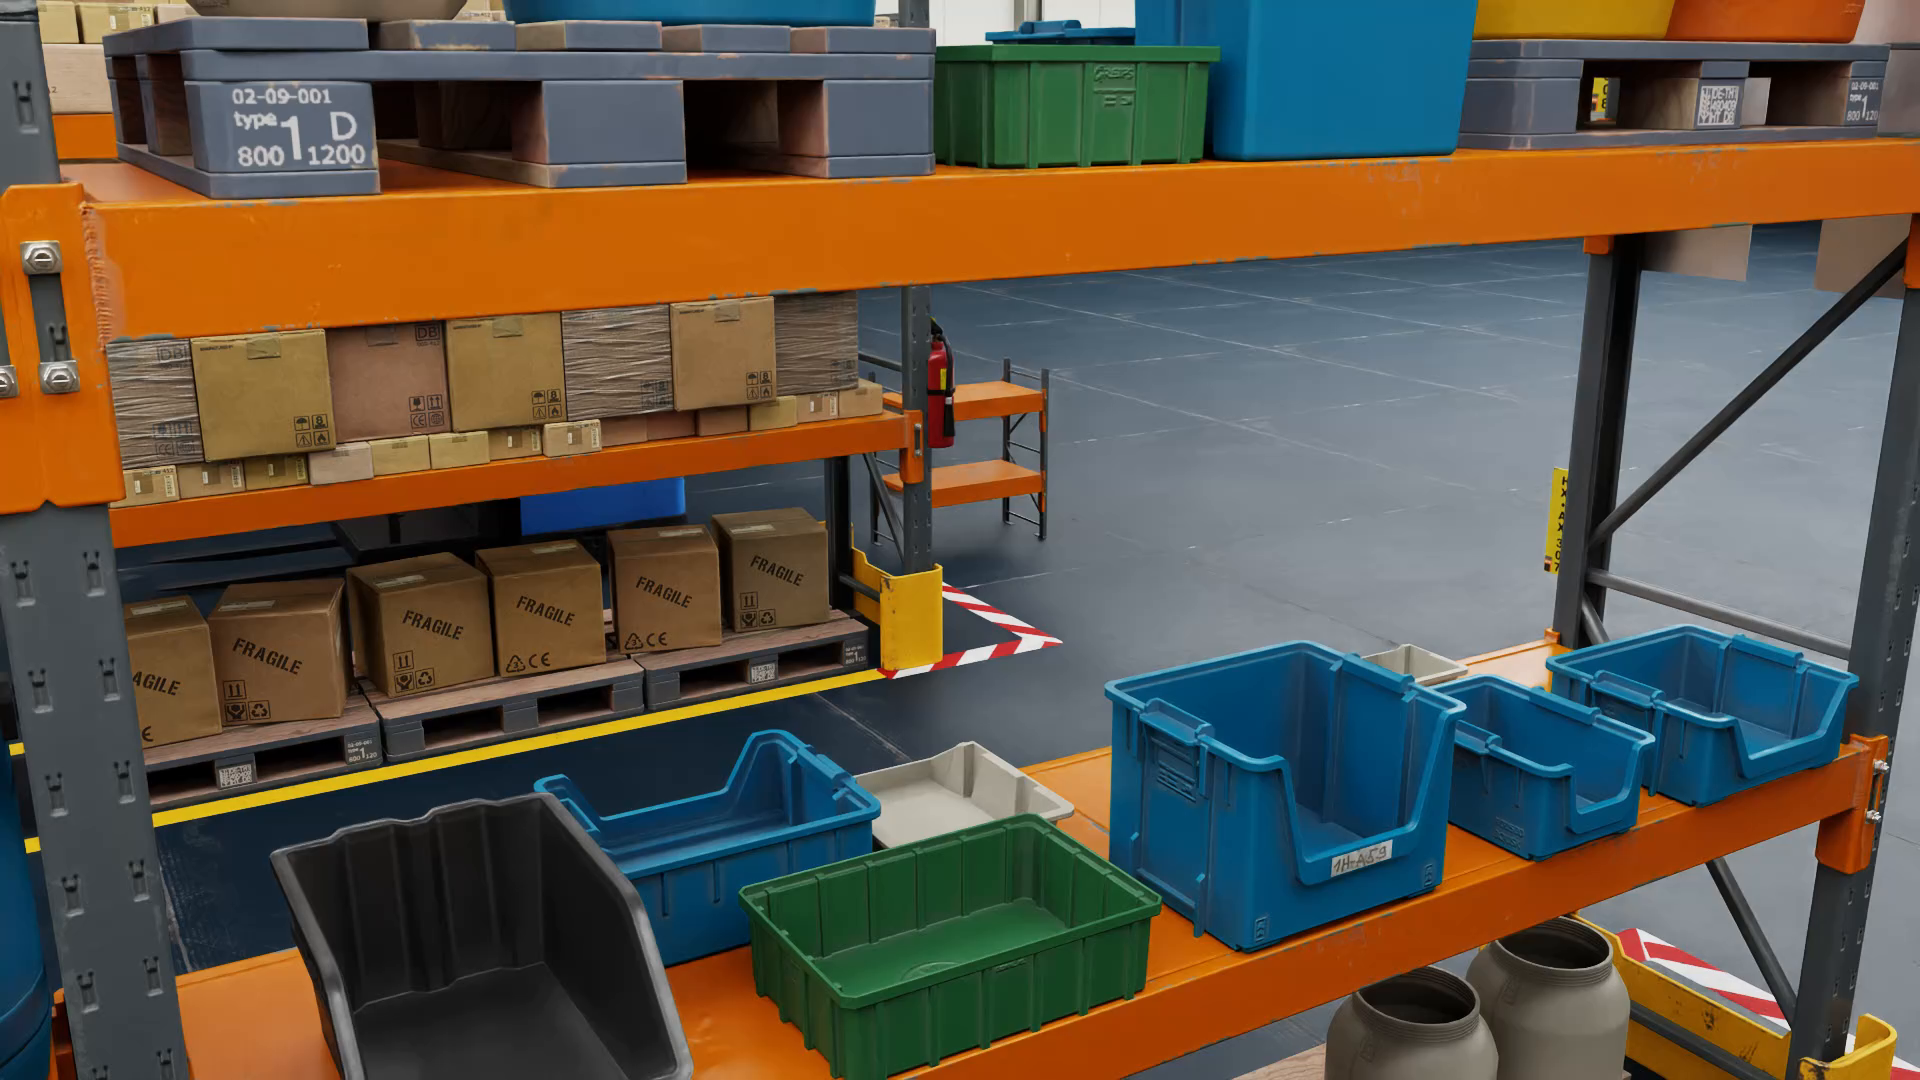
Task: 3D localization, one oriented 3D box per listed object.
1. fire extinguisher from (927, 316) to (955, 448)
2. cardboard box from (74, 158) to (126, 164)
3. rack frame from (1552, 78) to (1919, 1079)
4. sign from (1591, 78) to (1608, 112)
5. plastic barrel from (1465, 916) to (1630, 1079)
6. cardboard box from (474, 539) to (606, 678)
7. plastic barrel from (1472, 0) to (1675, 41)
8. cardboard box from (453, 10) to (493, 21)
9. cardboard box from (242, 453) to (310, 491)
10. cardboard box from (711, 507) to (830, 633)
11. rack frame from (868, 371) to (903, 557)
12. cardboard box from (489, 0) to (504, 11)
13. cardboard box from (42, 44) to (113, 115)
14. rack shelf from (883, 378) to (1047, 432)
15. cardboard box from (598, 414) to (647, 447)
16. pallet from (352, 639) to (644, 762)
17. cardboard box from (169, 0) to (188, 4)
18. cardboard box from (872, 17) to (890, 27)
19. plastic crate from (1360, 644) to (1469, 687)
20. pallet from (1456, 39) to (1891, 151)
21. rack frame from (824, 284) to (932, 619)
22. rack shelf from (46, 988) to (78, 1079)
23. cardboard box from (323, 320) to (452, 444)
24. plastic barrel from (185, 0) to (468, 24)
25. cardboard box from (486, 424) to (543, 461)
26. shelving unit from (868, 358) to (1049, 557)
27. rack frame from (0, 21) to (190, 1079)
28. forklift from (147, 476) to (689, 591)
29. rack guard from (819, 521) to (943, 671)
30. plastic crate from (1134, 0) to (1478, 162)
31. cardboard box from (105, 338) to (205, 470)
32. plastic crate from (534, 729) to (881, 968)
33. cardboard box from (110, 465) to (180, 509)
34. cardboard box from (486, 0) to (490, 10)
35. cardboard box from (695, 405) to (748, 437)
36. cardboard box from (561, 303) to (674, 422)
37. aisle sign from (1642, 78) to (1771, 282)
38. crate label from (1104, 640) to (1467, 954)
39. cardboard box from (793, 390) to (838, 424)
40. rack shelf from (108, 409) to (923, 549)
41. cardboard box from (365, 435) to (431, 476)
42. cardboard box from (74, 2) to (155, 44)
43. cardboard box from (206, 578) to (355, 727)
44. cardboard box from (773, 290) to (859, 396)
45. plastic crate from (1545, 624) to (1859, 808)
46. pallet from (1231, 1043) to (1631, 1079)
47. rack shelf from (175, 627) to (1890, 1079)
[{"bbox_3d":[-0.115,-0.809,8.380,0.183,0.674,0.296,-9,18,-30],"label":"fire extinguisher"},{"bbox_3d":[-5.601,-2.281,11.211,0.550,0.550,0.875,-9,18,-30],"label":"cardboard box"},{"bbox_3d":[2.101,0.209,4.605,0.127,3.000,1.000,-9,18,-30],"label":"rack frame"},{"bbox_3d":[1.821,-1.367,4.655,0.005,0.325,0.100,-9,18,-30],"label":"sign"},{"bbox_3d":[1.576,1.314,4.495,0.421,0.512,0.421,0,16,0],"label":"plastic barrel"},{"bbox_3d":[-2.035,0.321,8.059,0.500,0.500,0.500,-7,17,-25],"label":"cardboard box"},{"bbox_3d":[1.189,-1.340,3.448,0.600,0.588,0.600,0,16,0],"label":"plastic barrel"},{"bbox_3d":[-2.140,-2.152,7.012,0.250,0.149,0.380,-9,18,-28],"label":"cardboard box"},{"bbox_3d":[-2.909,-0.330,6.994,0.250,0.149,0.380,-9,18,-30],"label":"cardboard box"},{"bbox_3d":[-0.994,0.148,8.678,0.500,0.500,0.500,-6,17,-19],"label":"cardboard box"},{"bbox_3d":[-0.442,-0.470,10.503,0.032,1.125,0.500,-9,18,-30],"label":"rack frame"},{"bbox_3d":[-1.862,-2.669,7.654,0.500,0.500,0.500,-9,18,-30],"label":"cardboard box"},{"bbox_3d":[-3.361,-1.756,6.337,0.500,0.250,0.500,-10,19,-32],"label":"cardboard box"},{"bbox_3d":[-0.006,-0.823,10.676,1.000,0.278,0.538,-9,18,-30],"label":"rack shelf"},{"bbox_3d":[-1.651,-0.551,7.782,0.250,0.149,0.380,-9,18,-30],"label":"cardboard box"},{"bbox_3d":[-2.274,0.690,8.057,1.213,0.211,1.003,-9,18,-30],"label":"pallet"},{"bbox_3d":[-4.919,-3.452,10.872,0.500,0.250,0.500,-9,18,-30],"label":"cardboard box"},{"bbox_3d":[-0.527,-2.390,7.860,0.250,0.149,0.380,-9,18,-30],"label":"cardboard box"},{"bbox_3d":[1.168,0.386,4.463,0.250,0.136,0.298,-9,18,-30],"label":"plastic crate"},{"bbox_3d":[1.341,-1.052,3.896,1.213,0.211,1.003,-9,18,-30],"label":"pallet"},{"bbox_3d":[-0.450,-0.937,8.693,0.127,3.000,1.000,-9,18,-30],"label":"rack frame"},{"bbox_3d":[-3.042,1.390,1.727,4.000,0.370,1.077,-9,18,-30],"label":"rack shelf"},{"bbox_3d":[-2.638,-0.774,7.378,0.500,0.500,0.875,-9,18,-30],"label":"cardboard box"},{"bbox_3d":[-0.858,-0.949,2.197,0.421,0.512,0.421,0,16,0],"label":"plastic barrel"},{"bbox_3d":[-2.070,-0.477,7.518,0.250,0.149,0.380,-9,18,-30],"label":"cardboard box"},{"bbox_3d":[-0.006,-0.541,10.755,1.048,1.125,0.538,-9,18,-30],"label":"shelving unit"},{"bbox_3d":[-1.328,0.765,2.622,0.127,3.000,1.000,-9,18,-30],"label":"rack frame"},{"bbox_3d":[-3.239,-1.200,9.759,3.031,2.935,1.130,-9,18,-28],"label":"forklift"},{"bbox_3d":[-0.515,0.278,8.993,0.348,0.500,1.175,-9,18,-30],"label":"rack guard"},{"bbox_3d":[0.621,-0.892,3.008,0.575,0.384,0.392,-9,18,-30],"label":"plastic crate"},{"bbox_3d":[-3.461,-0.620,6.828,0.500,0.500,0.875,-9,18,-30],"label":"cardboard box"},{"bbox_3d":[-0.519,0.620,3.415,0.616,0.251,0.499,-9,18,-30],"label":"plastic crate"},{"bbox_3d":[-3.319,-0.252,6.715,0.250,0.149,0.380,-9,18,-30],"label":"cardboard box"},{"bbox_3d":[-3.194,-3.731,11.869,0.500,0.250,0.500,-9,18,-29],"label":"cardboard box"},{"bbox_3d":[-1.213,-0.616,8.014,0.250,0.149,0.380,-9,18,-30],"label":"cardboard box"},{"bbox_3d":[-1.753,-0.901,7.830,0.500,0.500,0.875,-9,18,-30],"label":"cardboard box"},{"bbox_3d":[2.012,-1.120,4.532,0.004,0.787,0.394,-9,18,-30],"label":"aisle sign"},{"bbox_3d":[0.662,0.511,3.465,0.616,0.435,0.502,-9,18,-30],"label":"crate label"},{"bbox_3d":[-0.803,-0.694,8.292,0.250,0.149,0.380,-9,18,-30],"label":"cardboard box"},{"bbox_3d":[-2.164,-0.312,7.799,4.000,0.370,1.077,-9,18,-30],"label":"rack shelf"},{"bbox_3d":[-2.481,-0.399,7.242,0.250,0.149,0.380,-9,18,-30],"label":"cardboard box"},{"bbox_3d":[-3.248,-1.971,6.366,0.250,0.149,0.380,-10,19,-32],"label":"cardboard box"},{"bbox_3d":[-3.028,0.493,7.446,0.500,0.500,0.500,-3,16,-12],"label":"cardboard box"},{"bbox_3d":[-0.936,-1.058,8.390,0.500,0.500,0.875,-9,18,-30],"label":"cardboard box"},{"bbox_3d":[1.826,0.420,4.130,0.616,0.251,0.499,-9,18,-30],"label":"plastic crate"},{"bbox_3d":[1.361,1.685,4.507,1.213,0.211,1.003,-9,18,-30],"label":"pallet"},{"bbox_3d":[0.386,0.834,3.711,4.000,0.370,1.077,-9,18,-30],"label":"rack shelf"}]
